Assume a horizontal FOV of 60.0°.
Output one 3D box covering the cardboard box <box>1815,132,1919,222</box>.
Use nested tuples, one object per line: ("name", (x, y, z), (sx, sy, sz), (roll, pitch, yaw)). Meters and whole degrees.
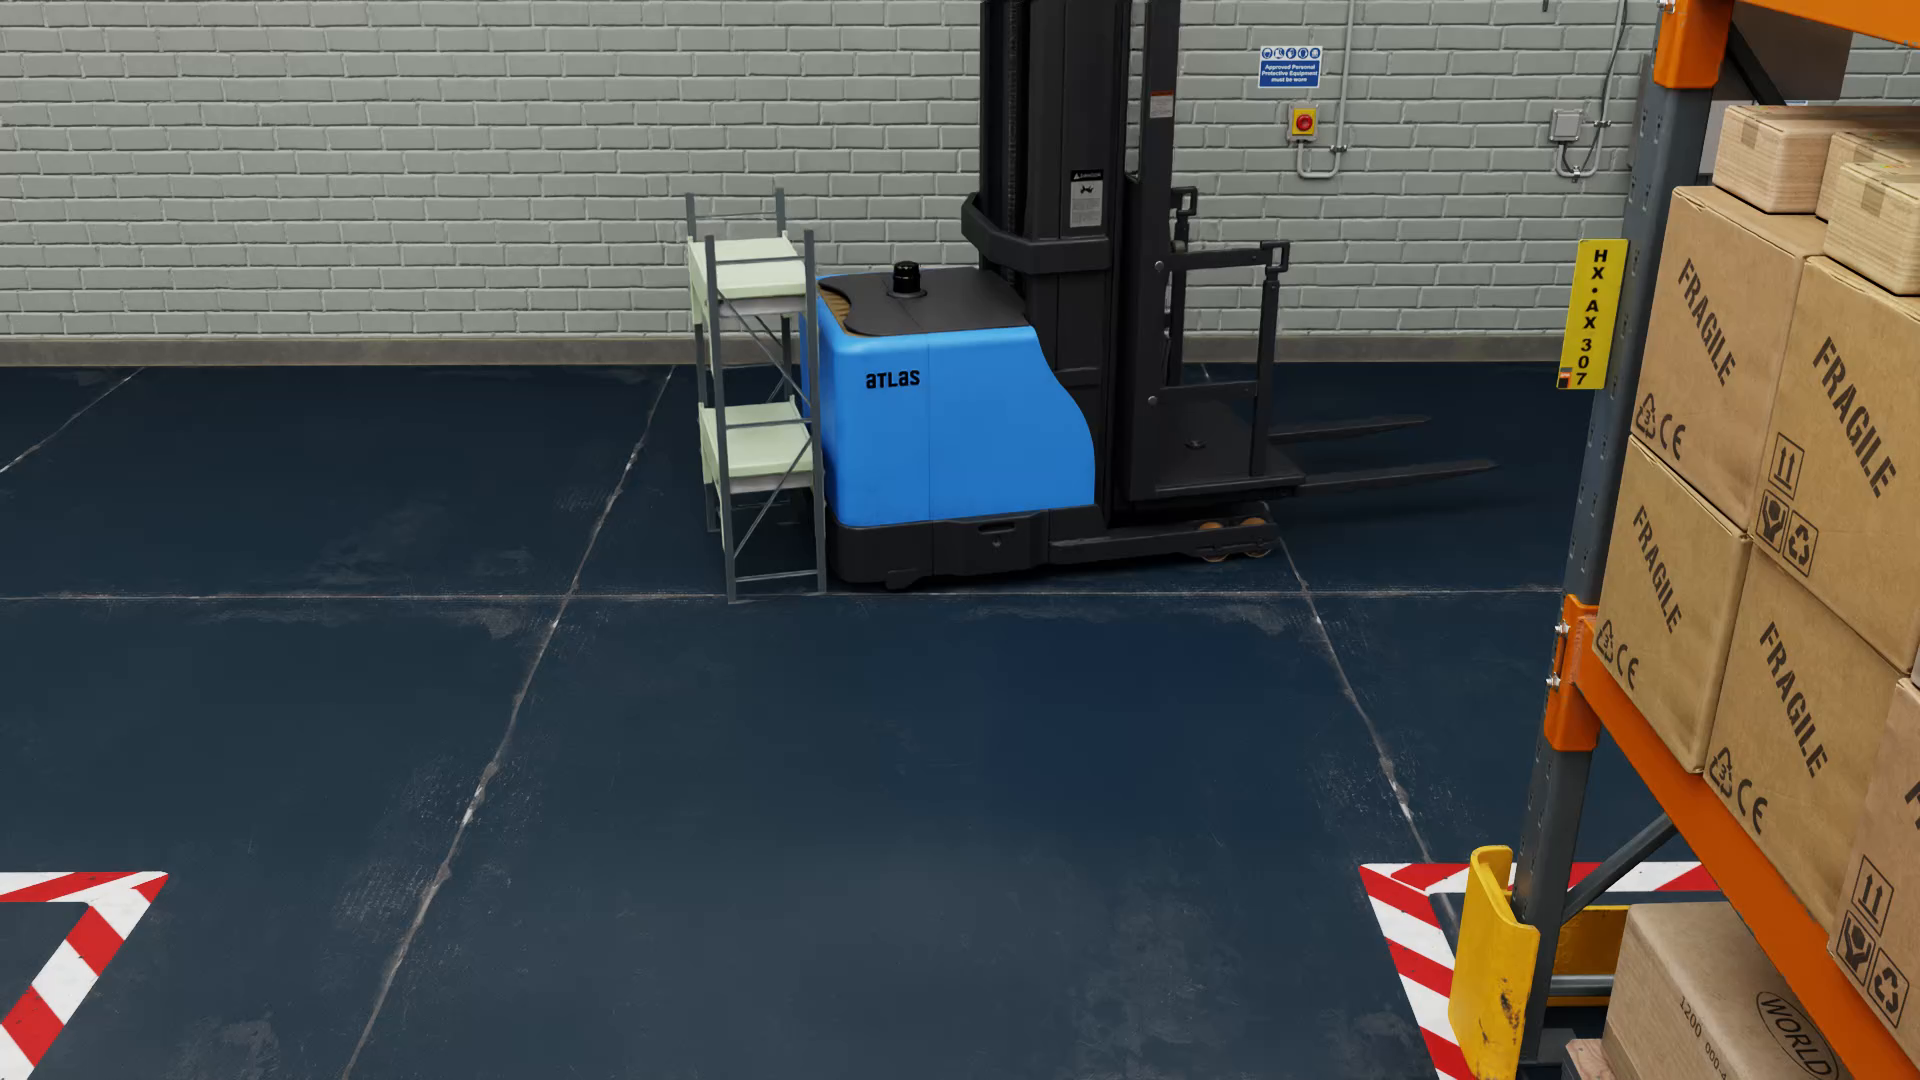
("cardboard box", (1.690, -0.585, 2.782), (0.380, 0.149, 0.250), (0, 24, 1))

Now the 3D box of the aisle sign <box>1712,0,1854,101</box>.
("aisle sign", (1.598, -1.256, 3.233), (0.394, 0.787, 0.004), (0, 24, -1))

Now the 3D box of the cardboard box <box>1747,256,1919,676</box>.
("cardboard box", (1.622, -0.133, 2.569), (0.500, 0.500, 0.500), (-1, 24, -2))

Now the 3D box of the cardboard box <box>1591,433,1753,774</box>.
("cardboard box", (1.607, 0.110, 3.245), (0.500, 0.500, 0.500), (0, 24, -1))

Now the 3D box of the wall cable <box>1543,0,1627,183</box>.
("wall cable", (3.222, -2.841, 8.659), (0.588, 1.984, 0.122), (0, 24, -1))

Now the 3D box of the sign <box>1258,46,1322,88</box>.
("sign", (1.755, -2.515, 8.843), (0.327, 0.218, 0.001), (0, 24, -1))

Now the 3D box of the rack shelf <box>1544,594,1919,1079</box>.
("rack shelf", (1.911, 1.108, 2.032), (1.077, 0.370, 4.000), (0, 24, -1))

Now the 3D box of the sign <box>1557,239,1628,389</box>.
("sign", (1.334, -0.474, 3.511), (0.100, 0.325, 0.005), (0, 24, -1))

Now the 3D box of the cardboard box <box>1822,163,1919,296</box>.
("cardboard box", (1.578, -0.477, 2.544), (0.380, 0.149, 0.250), (0, 24, 1))

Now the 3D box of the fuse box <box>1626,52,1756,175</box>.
("fuse box", (3.906, -1.729, 8.997), (0.539, 1.711, 0.414), (0, 24, -1))

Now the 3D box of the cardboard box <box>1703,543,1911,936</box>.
("cardboard box", (1.641, 0.318, 2.785), (0.500, 0.500, 0.500), (-1, 24, -1))

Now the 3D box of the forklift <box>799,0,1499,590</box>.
("forklift", (0.865, -1.447, 6.892), (3.031, 2.935, 1.130), (-6, 25, -13))

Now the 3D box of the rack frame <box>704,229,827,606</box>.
("rack frame", (-0.737, -0.445, 6.413), (0.400, 1.500, 0.023), (-6, 25, -13))

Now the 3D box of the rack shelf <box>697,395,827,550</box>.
("rack shelf", (-0.826, -0.294, 6.871), (0.431, 0.370, 0.720), (-6, 25, -13))

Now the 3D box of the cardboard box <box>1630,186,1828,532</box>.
("cardboard box", (1.609, -0.346, 3.039), (0.500, 0.500, 0.500), (-1, 24, -2))

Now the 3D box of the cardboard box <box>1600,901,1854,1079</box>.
("cardboard box", (1.996, 1.204, 3.547), (0.875, 0.438, 0.875), (-1, 24, -2))

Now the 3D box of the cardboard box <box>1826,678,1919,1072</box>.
("cardboard box", (1.628, 0.528, 2.321), (0.500, 0.500, 0.500), (0, 24, -1))

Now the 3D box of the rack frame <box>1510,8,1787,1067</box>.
("rack frame", (1.889, -0.043, 3.706), (1.000, 3.000, 0.127), (0, 24, -1))

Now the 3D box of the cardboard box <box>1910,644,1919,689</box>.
("cardboard box", (1.635, 0.079, 2.100), (0.500, 0.500, 0.500), (0, 24, -1))

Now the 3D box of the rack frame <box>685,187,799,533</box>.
("rack frame", (-0.915, -0.737, 7.060), (0.400, 1.500, 0.023), (-6, 25, -13))

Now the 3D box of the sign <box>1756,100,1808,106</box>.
("sign", (4.398, -2.360, 8.944), (0.329, 0.494, 0.001), (0, 24, -1))

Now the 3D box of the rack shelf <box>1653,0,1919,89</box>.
("rack shelf", (1.911, -0.258, 1.414), (1.077, 0.370, 4.000), (0, 24, -1))

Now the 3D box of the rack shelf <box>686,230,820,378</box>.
("rack shelf", (-0.826, -0.947, 6.576), (0.431, 0.370, 0.720), (-6, 25, -13))

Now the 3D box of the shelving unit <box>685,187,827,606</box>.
("shelving unit", (-0.826, -0.591, 6.737), (0.431, 1.500, 0.755), (-6, 25, -13))

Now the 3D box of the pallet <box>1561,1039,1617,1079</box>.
("pallet", (1.976, 1.556, 3.553), (1.003, 0.211, 1.213), (0, 24, -1))

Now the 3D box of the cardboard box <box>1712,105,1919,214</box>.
("cardboard box", (1.616, -0.693, 3.020), (0.380, 0.149, 0.250), (0, 24, 1))

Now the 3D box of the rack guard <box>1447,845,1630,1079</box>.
("rack guard", (1.889, 1.086, 4.243), (1.175, 0.500, 0.348), (0, 24, -1))

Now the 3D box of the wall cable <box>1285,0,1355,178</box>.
("wall cable", (1.804, -2.844, 8.627), (0.585, 1.953, 0.123), (0, 24, -1))
